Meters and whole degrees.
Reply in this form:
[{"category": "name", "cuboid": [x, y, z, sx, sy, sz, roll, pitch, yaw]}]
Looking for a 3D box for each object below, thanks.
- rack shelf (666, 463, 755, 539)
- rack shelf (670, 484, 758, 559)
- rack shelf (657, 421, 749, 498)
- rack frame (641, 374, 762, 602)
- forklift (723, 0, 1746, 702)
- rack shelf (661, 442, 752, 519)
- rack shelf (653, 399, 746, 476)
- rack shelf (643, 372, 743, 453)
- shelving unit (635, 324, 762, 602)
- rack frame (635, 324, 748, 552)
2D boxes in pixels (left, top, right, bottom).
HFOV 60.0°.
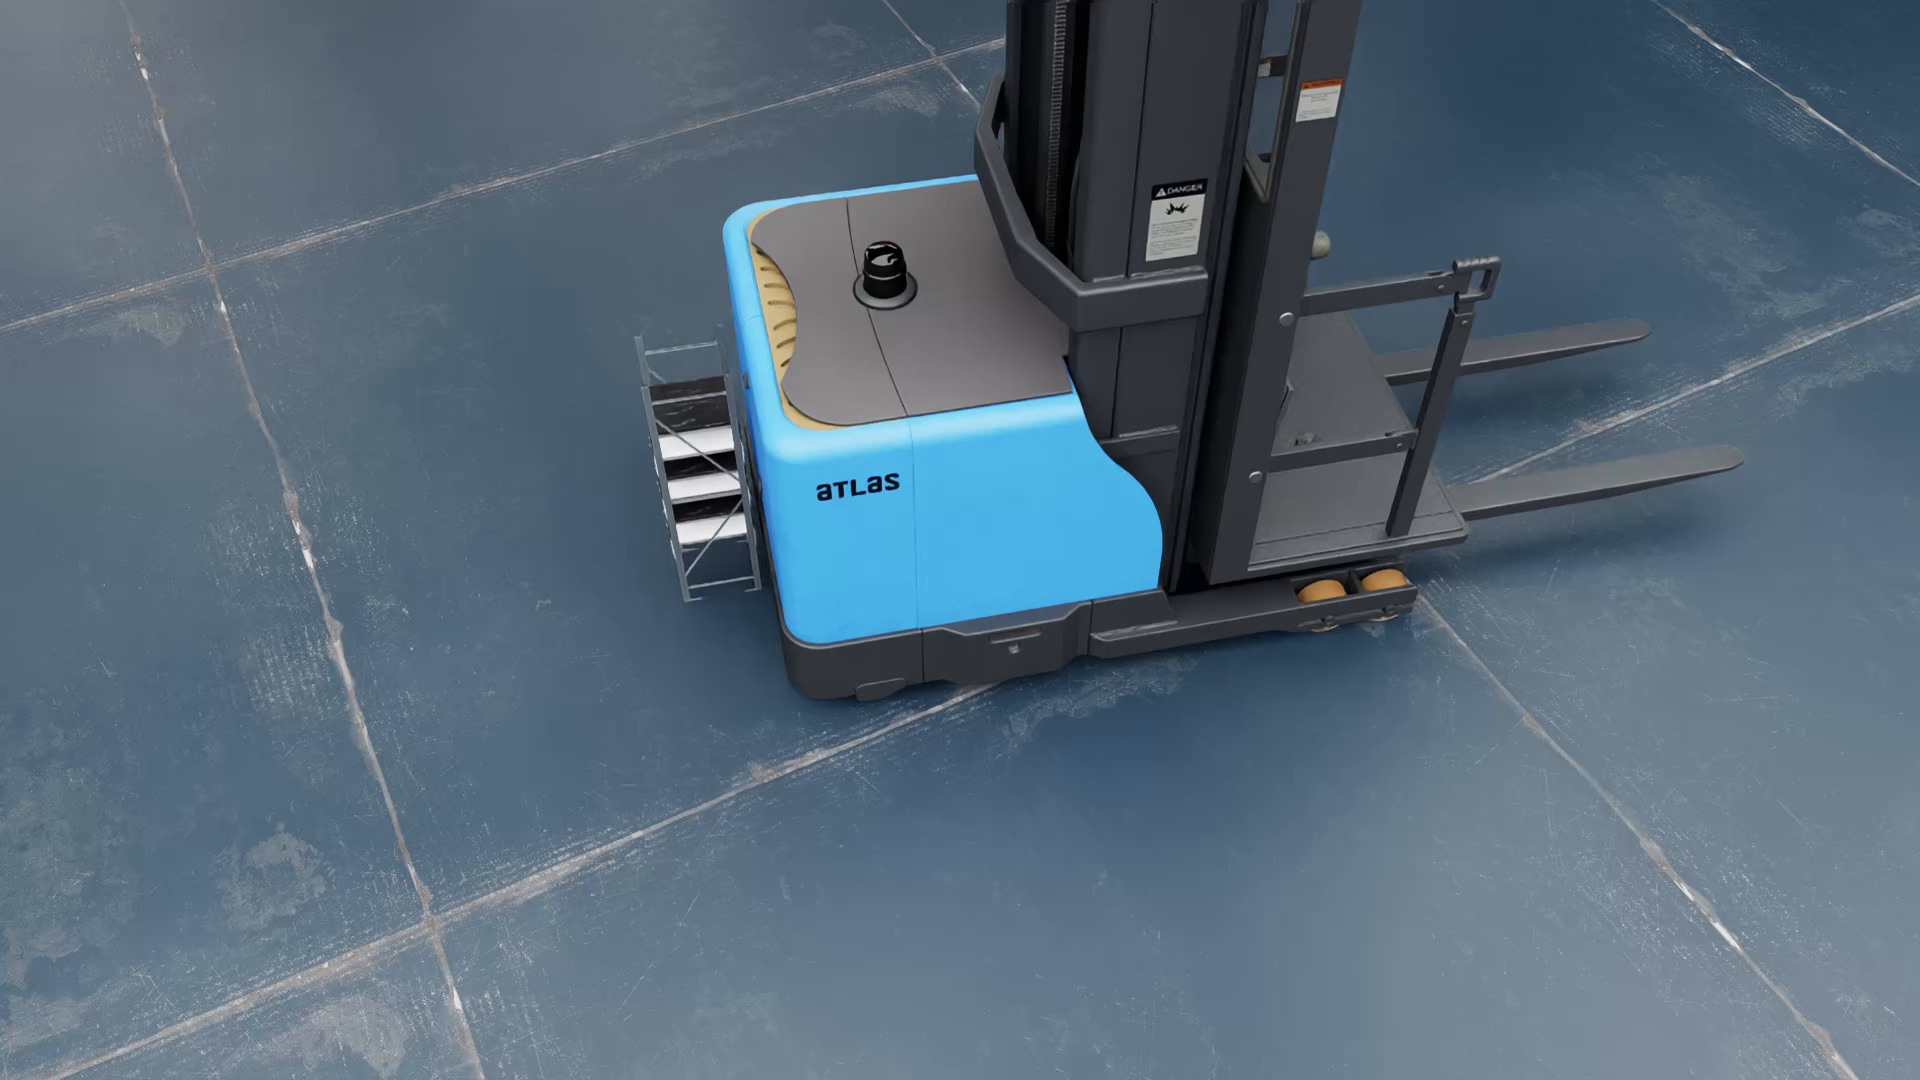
[{"category": "rack shelf", "cuboid": [-0.748, -0.120, 4.921, 0.258, 0.077, 0.200, -9, 49, -8]}, {"category": "rack shelf", "cuboid": [-0.748, -0.061, 4.989, 0.258, 0.077, 0.200, -9, 49, -8]}, {"category": "rack shelf", "cuboid": [-0.749, -0.239, 4.785, 0.258, 0.077, 0.200, -9, 49, -8]}, {"category": "rack frame", "cuboid": [-0.727, -0.127, 4.763, 0.240, 0.900, 0.006, -9, 49, -8]}, {"category": "forklift", "cuboid": [0.895, -1.071, 4.240, 3.031, 2.935, 1.130, -9, 49, -8]}, {"category": "rack shelf", "cuboid": [-0.748, -0.180, 4.853, 0.258, 0.077, 0.200, -9, 49, -8]}, {"category": "rack shelf", "cuboid": [-0.749, -0.298, 4.718, 0.258, 0.077, 0.200, -9, 49, -8]}, {"category": "rack shelf", "cuboid": [-0.749, -0.357, 4.650, 0.258, 0.077, 0.200, -9, 49, -8]}, {"category": "shelving unit", "cuboid": [-0.749, -0.202, 4.828, 0.258, 0.900, 0.210, -9, 49, -8]}, {"category": "rack frame", "cuboid": [-0.770, -0.276, 4.893, 0.240, 0.900, 0.006, -9, 49, -8]}]
